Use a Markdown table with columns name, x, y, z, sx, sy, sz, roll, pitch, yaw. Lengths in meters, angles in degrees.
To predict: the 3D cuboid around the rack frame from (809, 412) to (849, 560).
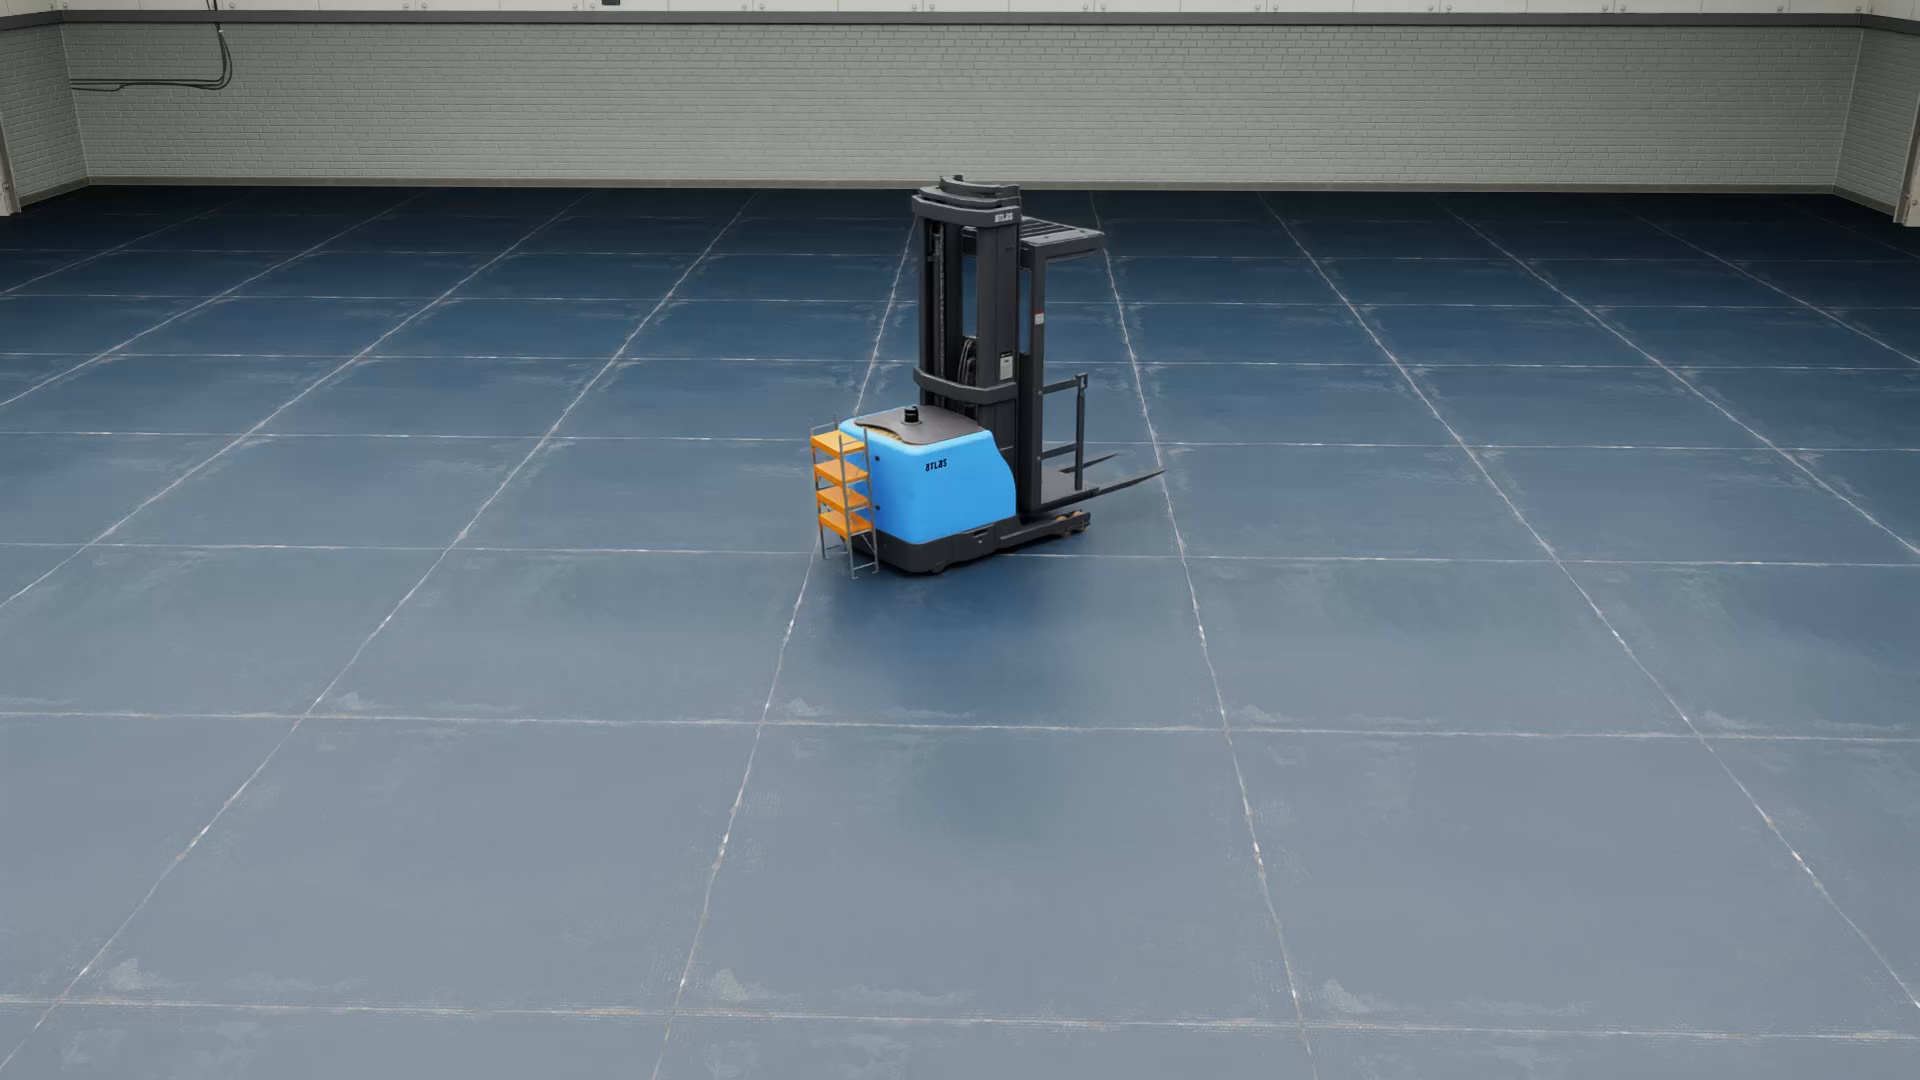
| name | x | y | z | sx | sy | sz | roll | pitch | yaw |
| --- | --- | --- | --- | --- | --- | --- | --- | --- | --- |
| rack frame | -1.039 | -0.421 | 13.226 | 0.240 | 1.200 | 0.015 | -17 | 27 | -28 |

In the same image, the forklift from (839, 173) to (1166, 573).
| name | x | y | z | sx | sy | sz | roll | pitch | yaw |
| --- | --- | --- | --- | --- | --- | --- | --- | --- | --- |
| forklift | 0.469 | -1.526 | 13.704 | 3.031 | 2.935 | 1.130 | -17 | 27 | -37 |

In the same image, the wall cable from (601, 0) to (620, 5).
| name | x | y | z | sx | sy | sz | roll | pitch | yaw |
| --- | --- | --- | --- | --- | --- | --- | --- | --- | --- |
| wall cable | -5.145 | -12.210 | 28.150 | 2.305 | 6.003 | 0.169 | 1 | 21 | 2 |

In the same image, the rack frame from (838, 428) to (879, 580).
| name | x | y | z | sx | sy | sz | roll | pitch | yaw |
| --- | --- | --- | --- | --- | --- | --- | --- | --- | --- |
| rack frame | -0.780 | -0.272 | 12.840 | 0.240 | 1.200 | 0.015 | -17 | 27 | -28 |

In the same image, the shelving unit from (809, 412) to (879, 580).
| name | x | y | z | sx | sy | sz | roll | pitch | yaw |
| --- | --- | --- | --- | --- | --- | --- | --- | --- | --- |
| shelving unit | -0.910 | -0.346 | 13.033 | 0.258 | 1.200 | 0.503 | -17 | 27 | -28 |

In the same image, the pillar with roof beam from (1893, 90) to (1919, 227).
| name | x | y | z | sx | sy | sz | roll | pitch | yaw |
| --- | --- | --- | --- | --- | --- | --- | --- | --- | --- |
| pillar with roof beam | 11.138 | -9.385 | 25.570 | 9.100 | 9.000 | 0.400 | 1 | 21 | 2 |

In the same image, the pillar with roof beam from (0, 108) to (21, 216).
| name | x | y | z | sx | sy | sz | roll | pitch | yaw |
| --- | --- | --- | --- | --- | --- | --- | --- | --- | --- |
| pillar with roof beam | -11.741 | -9.637 | 26.219 | 9.100 | 9.000 | 0.400 | 1 | 21 | 2 |

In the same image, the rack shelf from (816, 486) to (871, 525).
| name | x | y | z | sx | sy | sz | roll | pitch | yaw |
| --- | --- | --- | --- | --- | --- | --- | --- | --- | --- |
| rack shelf | -0.906 | -0.284 | 13.059 | 0.258 | 0.148 | 0.480 | -17 | 27 | -28 |

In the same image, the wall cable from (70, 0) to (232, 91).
| name | x | y | z | sx | sy | sz | roll | pitch | yaw |
| --- | --- | --- | --- | --- | --- | --- | --- | --- | --- |
| wall cable | -14.633 | -9.287 | 29.611 | 3.097 | 2.526 | 0.112 | 1 | 21 | 2 |

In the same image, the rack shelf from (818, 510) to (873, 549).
| name | x | y | z | sx | sy | sz | roll | pitch | yaw |
| --- | --- | --- | --- | --- | --- | --- | --- | --- | --- |
| rack shelf | -0.894 | -0.102 | 13.138 | 0.258 | 0.148 | 0.480 | -17 | 27 | -28 |

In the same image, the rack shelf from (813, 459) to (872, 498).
| name | x | y | z | sx | sy | sz | roll | pitch | yaw |
| --- | --- | --- | --- | --- | --- | --- | --- | --- | --- |
| rack shelf | -0.919 | -0.490 | 12.971 | 0.258 | 0.148 | 0.480 | -17 | 27 | -28 |

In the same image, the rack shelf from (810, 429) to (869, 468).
| name | x | y | z | sx | sy | sz | roll | pitch | yaw |
| --- | --- | --- | --- | --- | --- | --- | --- | --- | --- |
| rack shelf | -0.932 | -0.707 | 12.878 | 0.258 | 0.148 | 0.480 | -17 | 27 | -28 |
